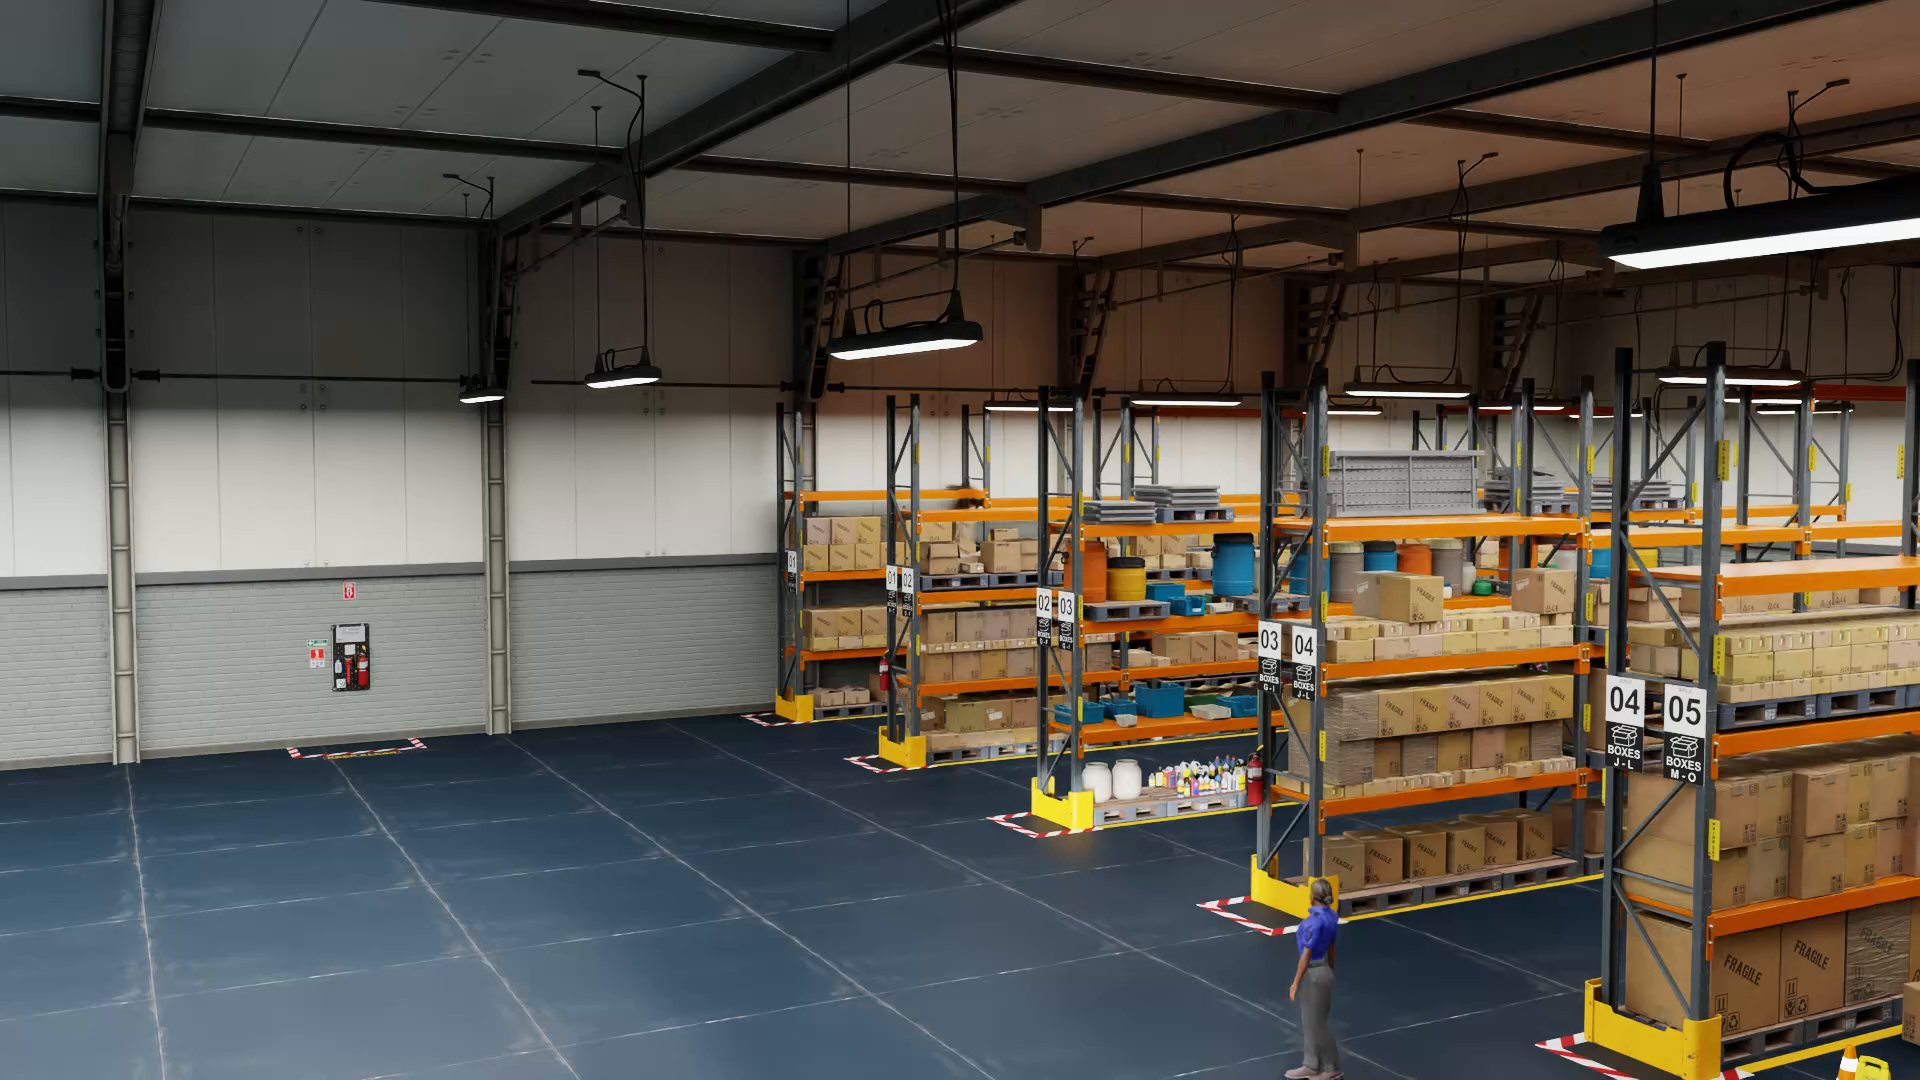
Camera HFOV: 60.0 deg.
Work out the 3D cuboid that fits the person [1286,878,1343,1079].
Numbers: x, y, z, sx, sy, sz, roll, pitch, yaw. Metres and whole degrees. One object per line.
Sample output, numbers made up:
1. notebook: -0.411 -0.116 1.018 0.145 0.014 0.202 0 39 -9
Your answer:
1. person: 2.881 3.572 13.482 0.443 1.681 0.463 0 3 7
